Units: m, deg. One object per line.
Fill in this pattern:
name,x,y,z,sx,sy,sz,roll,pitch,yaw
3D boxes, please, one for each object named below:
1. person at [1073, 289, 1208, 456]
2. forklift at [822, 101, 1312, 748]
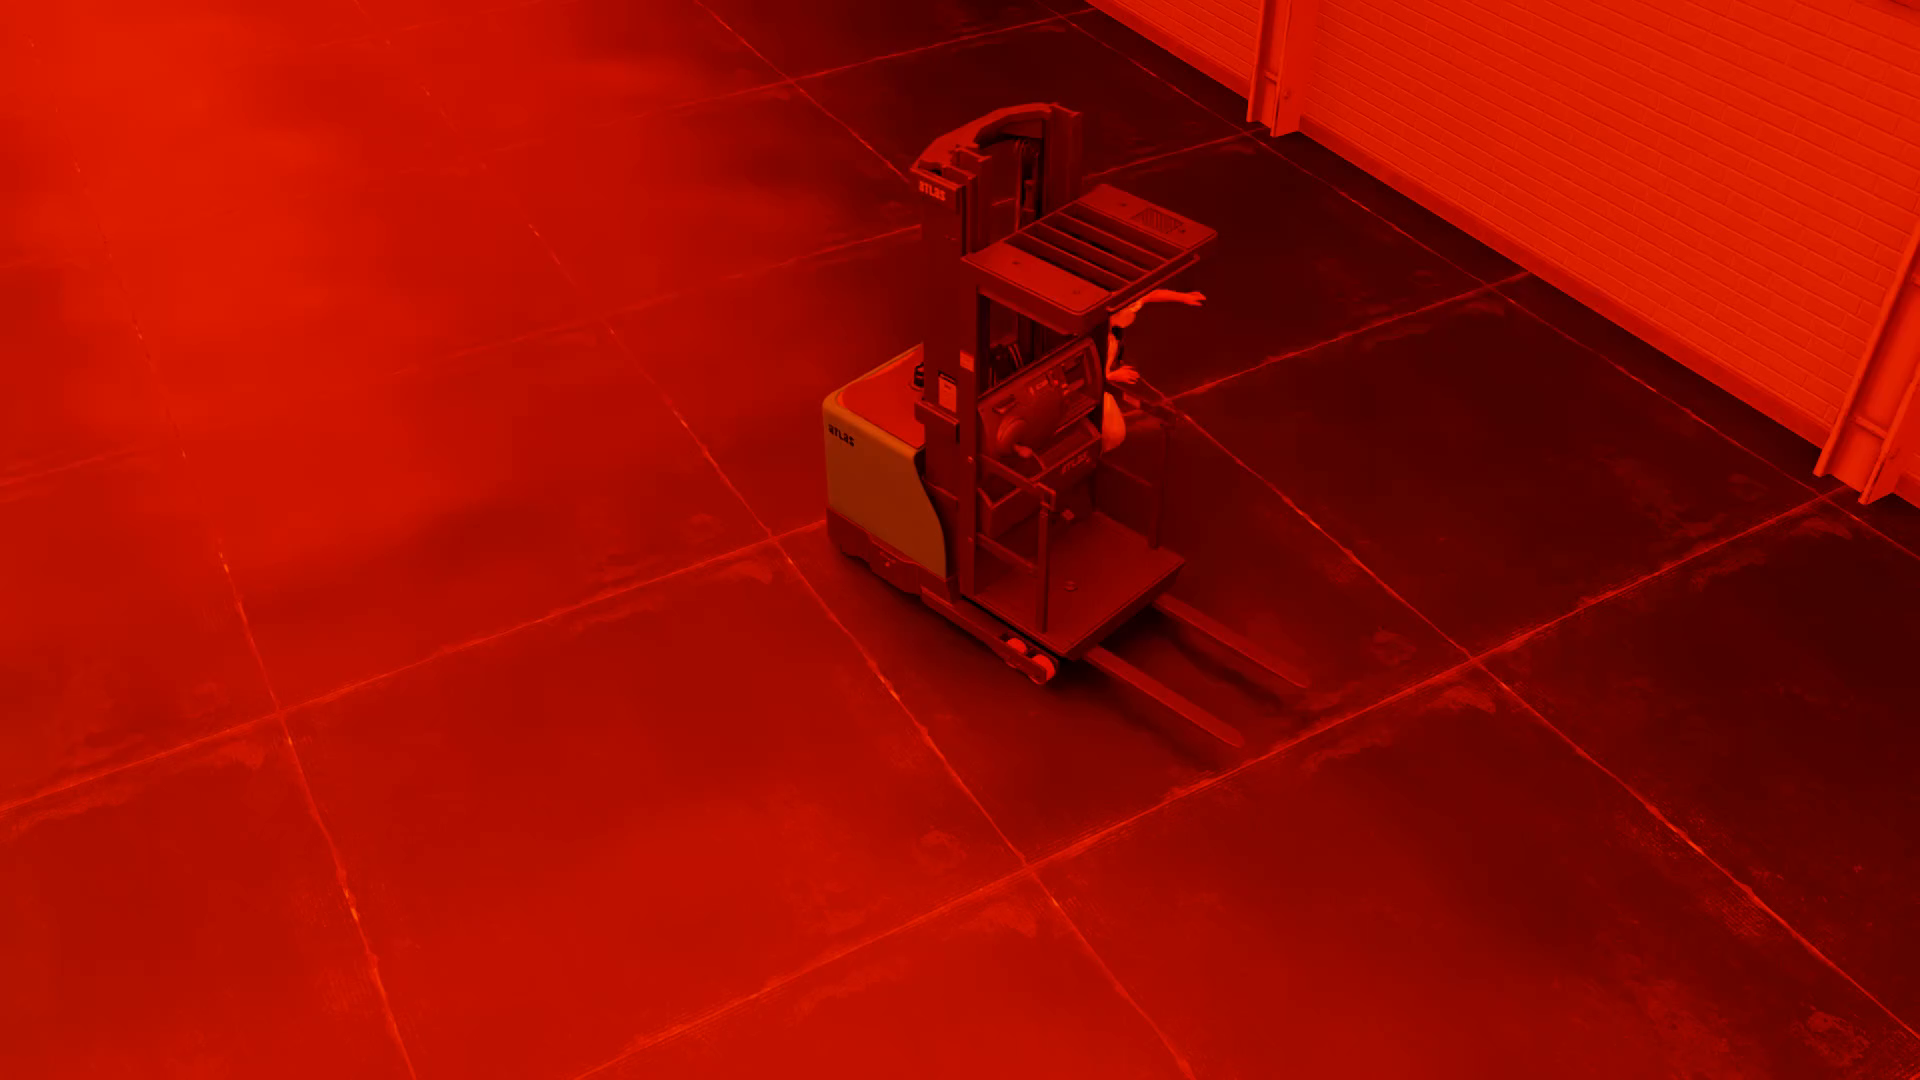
person,0.868,-0.962,10.302,1.530,1.346,0.787,-28,47,-30
forklift,0.595,-0.696,8.875,3.031,2.935,1.130,31,49,32
